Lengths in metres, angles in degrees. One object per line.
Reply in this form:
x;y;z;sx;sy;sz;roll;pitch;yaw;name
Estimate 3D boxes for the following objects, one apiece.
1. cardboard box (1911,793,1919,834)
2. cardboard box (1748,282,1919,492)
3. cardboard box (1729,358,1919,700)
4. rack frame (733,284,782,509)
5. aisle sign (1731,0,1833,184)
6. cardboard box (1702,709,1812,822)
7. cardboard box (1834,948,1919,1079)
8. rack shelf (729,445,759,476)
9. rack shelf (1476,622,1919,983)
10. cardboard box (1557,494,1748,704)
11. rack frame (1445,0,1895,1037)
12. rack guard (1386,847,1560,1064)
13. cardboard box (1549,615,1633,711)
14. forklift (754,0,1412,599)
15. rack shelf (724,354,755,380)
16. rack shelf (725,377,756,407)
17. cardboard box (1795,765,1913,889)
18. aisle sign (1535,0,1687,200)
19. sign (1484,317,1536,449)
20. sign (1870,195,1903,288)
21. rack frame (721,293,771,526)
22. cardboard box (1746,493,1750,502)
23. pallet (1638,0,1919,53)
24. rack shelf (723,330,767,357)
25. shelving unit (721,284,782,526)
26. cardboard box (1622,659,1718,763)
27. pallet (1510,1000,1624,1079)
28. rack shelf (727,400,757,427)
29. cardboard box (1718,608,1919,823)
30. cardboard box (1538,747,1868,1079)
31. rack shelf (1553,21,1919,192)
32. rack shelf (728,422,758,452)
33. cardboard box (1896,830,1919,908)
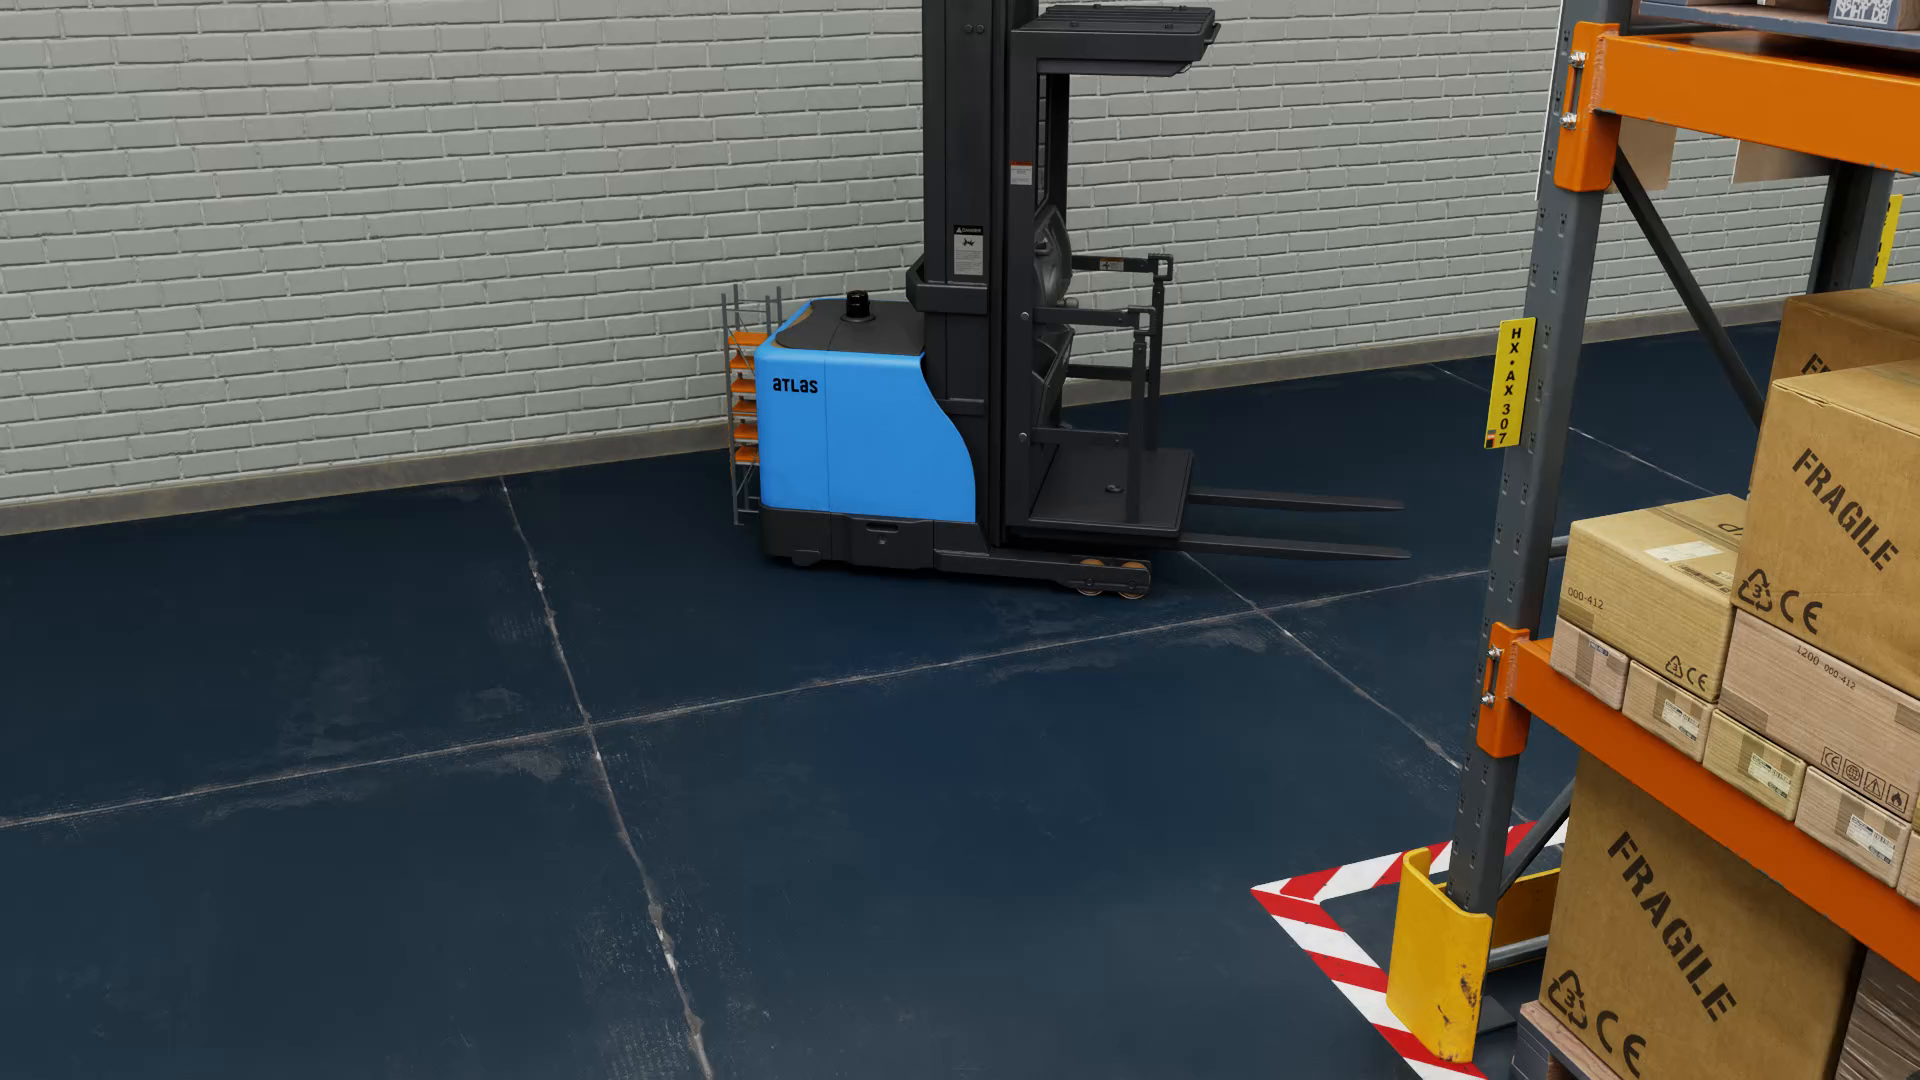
2.151;0.493;3.028;0.500;0.250;0.500;-9;25;-21;cardboard box
2.288;-0.294;3.930;0.500;0.500;0.500;-8;24;-18;cardboard box
1.964;-0.042;3.331;0.500;0.500;0.500;-9;24;-20;cardboard box
-0.991;-0.691;8.344;0.240;1.200;0.006;4;23;10;rack frame
2.125;-1.286;4.093;0.394;0.787;0.004;-8;24;-19;aisle sign
1.869;0.455;3.632;0.380;0.149;0.250;-9;24;-20;cardboard box
2.492;1.317;3.459;0.875;0.875;0.875;-8;24;-19;cardboard box
-1.008;-0.394;8.372;0.258;0.103;0.180;4;23;10;rack shelf
2.576;1.037;2.854;1.077;0.370;4.000;-8;24;-19;rack shelf
1.787;0.122;3.908;0.500;0.250;0.500;-9;24;-20;cardboard box
1.870;-0.021;4.438;1.000;3.000;0.127;-8;24;-19;rack frame
1.861;1.122;4.945;1.175;0.500;0.348;-8;24;-19;rack guard
1.687;0.269;4.074;0.380;0.149;0.250;-8;24;-18;cardboard box
0.611;-1.305;7.571;3.031;2.935;1.130;4;23;10;forklift
-1.008;-0.836;8.186;0.258;0.103;0.180;4;23;10;rack shelf
-1.008;-0.726;8.232;0.258;0.103;0.180;4;23;10;rack shelf
1.963;0.549;3.408;0.380;0.149;0.250;-9;24;-20;cardboard box
1.564;-1.204;3.898;0.394;0.787;0.004;-8;24;-19;aisle sign
1.349;-0.383;4.079;0.100;0.325;0.005;-8;24;-19;sign
2.382;-0.733;4.332;0.100;0.325;0.005;-8;24;-19;sign
-1.025;-0.621;8.179;0.240;1.200;0.006;4;23;10;rack frame
2.289;0.050;4.078;0.500;0.250;0.500;-9;24;-20;cardboard box
2.142;-1.095;3.237;1.003;0.211;1.213;-8;24;-19;pallet
-1.008;-0.947;8.139;0.258;0.103;0.180;4;23;10;rack shelf
-1.008;-0.656;8.262;0.258;1.200;0.189;4;23;10;shelving unit
1.779;0.362;3.853;0.380;0.149;0.250;-9;24;-20;cardboard box
2.226;1.544;4.316;1.003;0.211;1.213;-8;24;-19;pallet
-1.008;-0.615;8.279;0.258;0.103;0.180;4;23;10;rack shelf
1.977;0.310;3.462;0.500;0.250;0.500;-9;24;-20;cardboard box
2.171;0.986;4.244;0.875;0.875;0.875;-8;24;-19;cardboard box
2.576;-0.345;2.271;1.077;0.370;4.000;-8;24;-19;rack shelf
-1.008;-0.505;8.326;0.258;0.103;0.180;4;23;10;rack shelf
2.051;0.642;3.188;0.380;0.149;0.250;-9;24;-20;cardboard box
